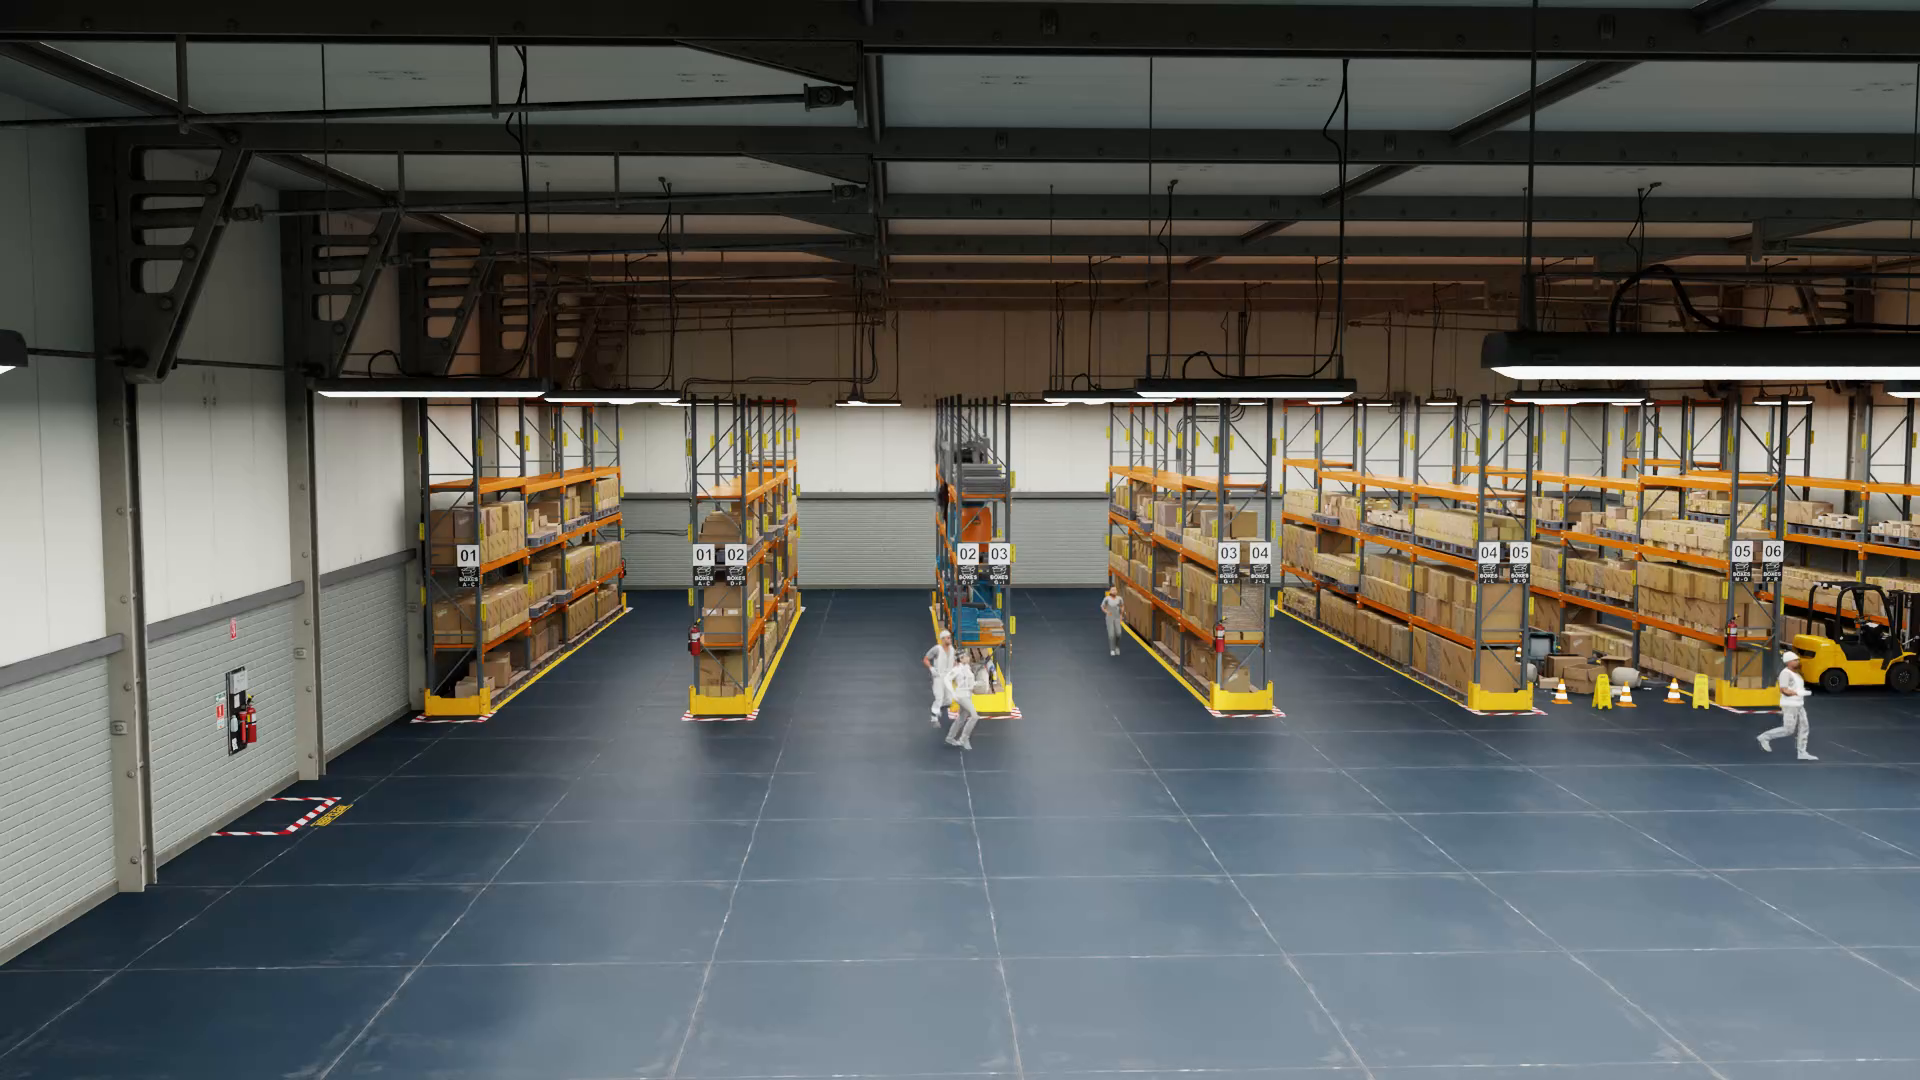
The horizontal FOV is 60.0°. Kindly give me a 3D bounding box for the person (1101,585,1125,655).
[{"bbox_3d":[3.556,1.862,38.534,0.565,1.634,0.605,0,4,-1],"label":"person"}]

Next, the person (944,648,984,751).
[{"bbox_3d":[0.074,2.680,27.981,0.696,1.726,0.580,2,5,20],"label":"person"}]

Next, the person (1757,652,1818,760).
[{"bbox_3d":[13.568,2.704,27.190,0.898,1.759,0.697,4,6,41],"label":"person"}]

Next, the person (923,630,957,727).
[{"bbox_3d":[-0.330,2.497,30.301,0.676,1.708,0.648,-3,5,-30],"label":"person"}]
